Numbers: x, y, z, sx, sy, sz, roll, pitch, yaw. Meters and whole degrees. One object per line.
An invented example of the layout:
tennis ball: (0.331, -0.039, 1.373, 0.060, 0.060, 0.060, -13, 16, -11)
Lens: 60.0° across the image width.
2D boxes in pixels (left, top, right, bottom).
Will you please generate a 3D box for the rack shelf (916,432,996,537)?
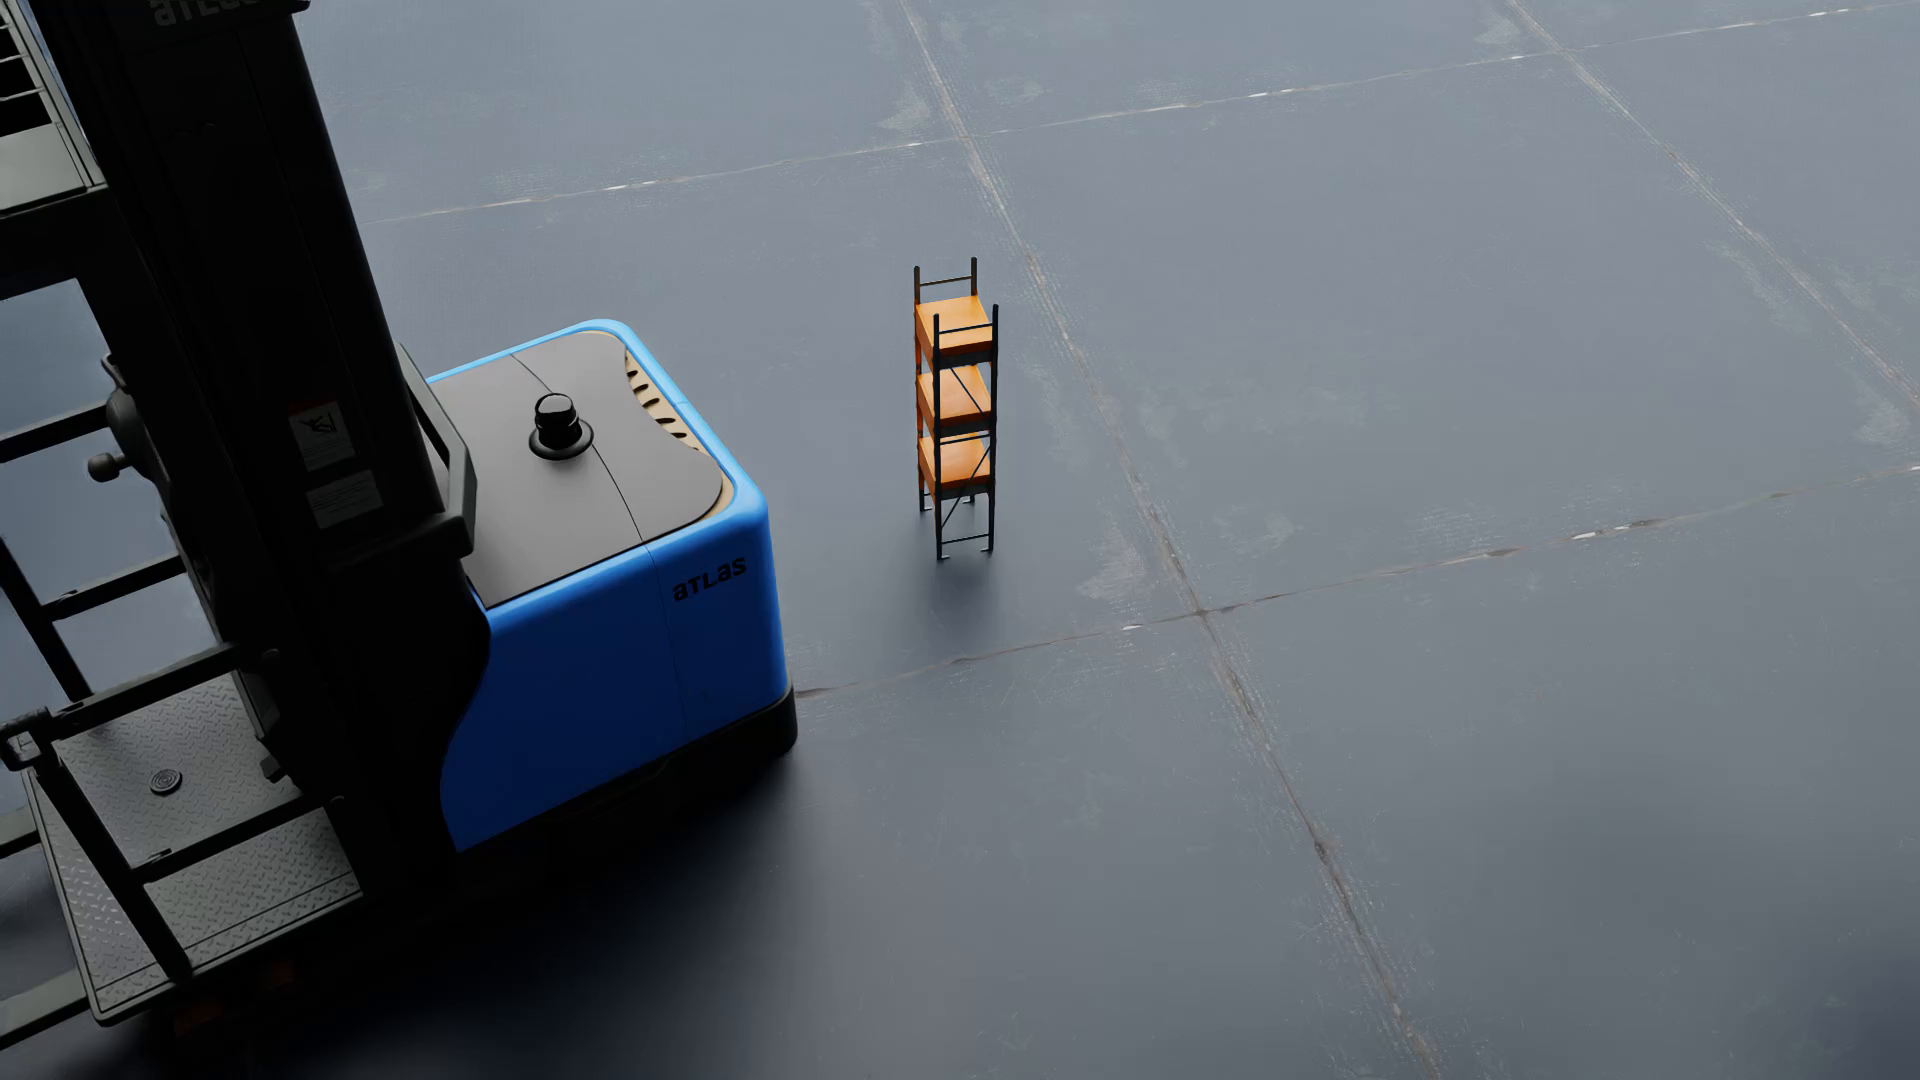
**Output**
rack shelf: (-0.014, -0.202, 5.617, 0.215, 0.259, 0.240, -11, 47, -10)

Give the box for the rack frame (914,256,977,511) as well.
rack frame: (-0.045, -0.489, 5.494, 0.200, 1.050, 0.008, -11, 47, -10)

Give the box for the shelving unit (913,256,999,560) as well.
shelving unit: (-0.014, -0.404, 5.411, 0.215, 1.050, 0.252, -11, 47, -10)

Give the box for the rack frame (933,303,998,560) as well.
rack frame: (0.018, -0.320, 5.329, 0.200, 1.050, 0.008, -11, 47, -10)

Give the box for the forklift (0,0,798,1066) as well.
forklift: (-2.013, -0.096, 3.792, 3.031, 2.935, 1.130, -24, 50, -22)

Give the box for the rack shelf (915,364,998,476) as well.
rack shelf: (-0.014, -0.397, 5.419, 0.215, 0.259, 0.240, -11, 47, -10)

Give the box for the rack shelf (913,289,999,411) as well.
rack shelf: (-0.014, -0.596, 5.216, 0.215, 0.259, 0.240, -11, 47, -10)
